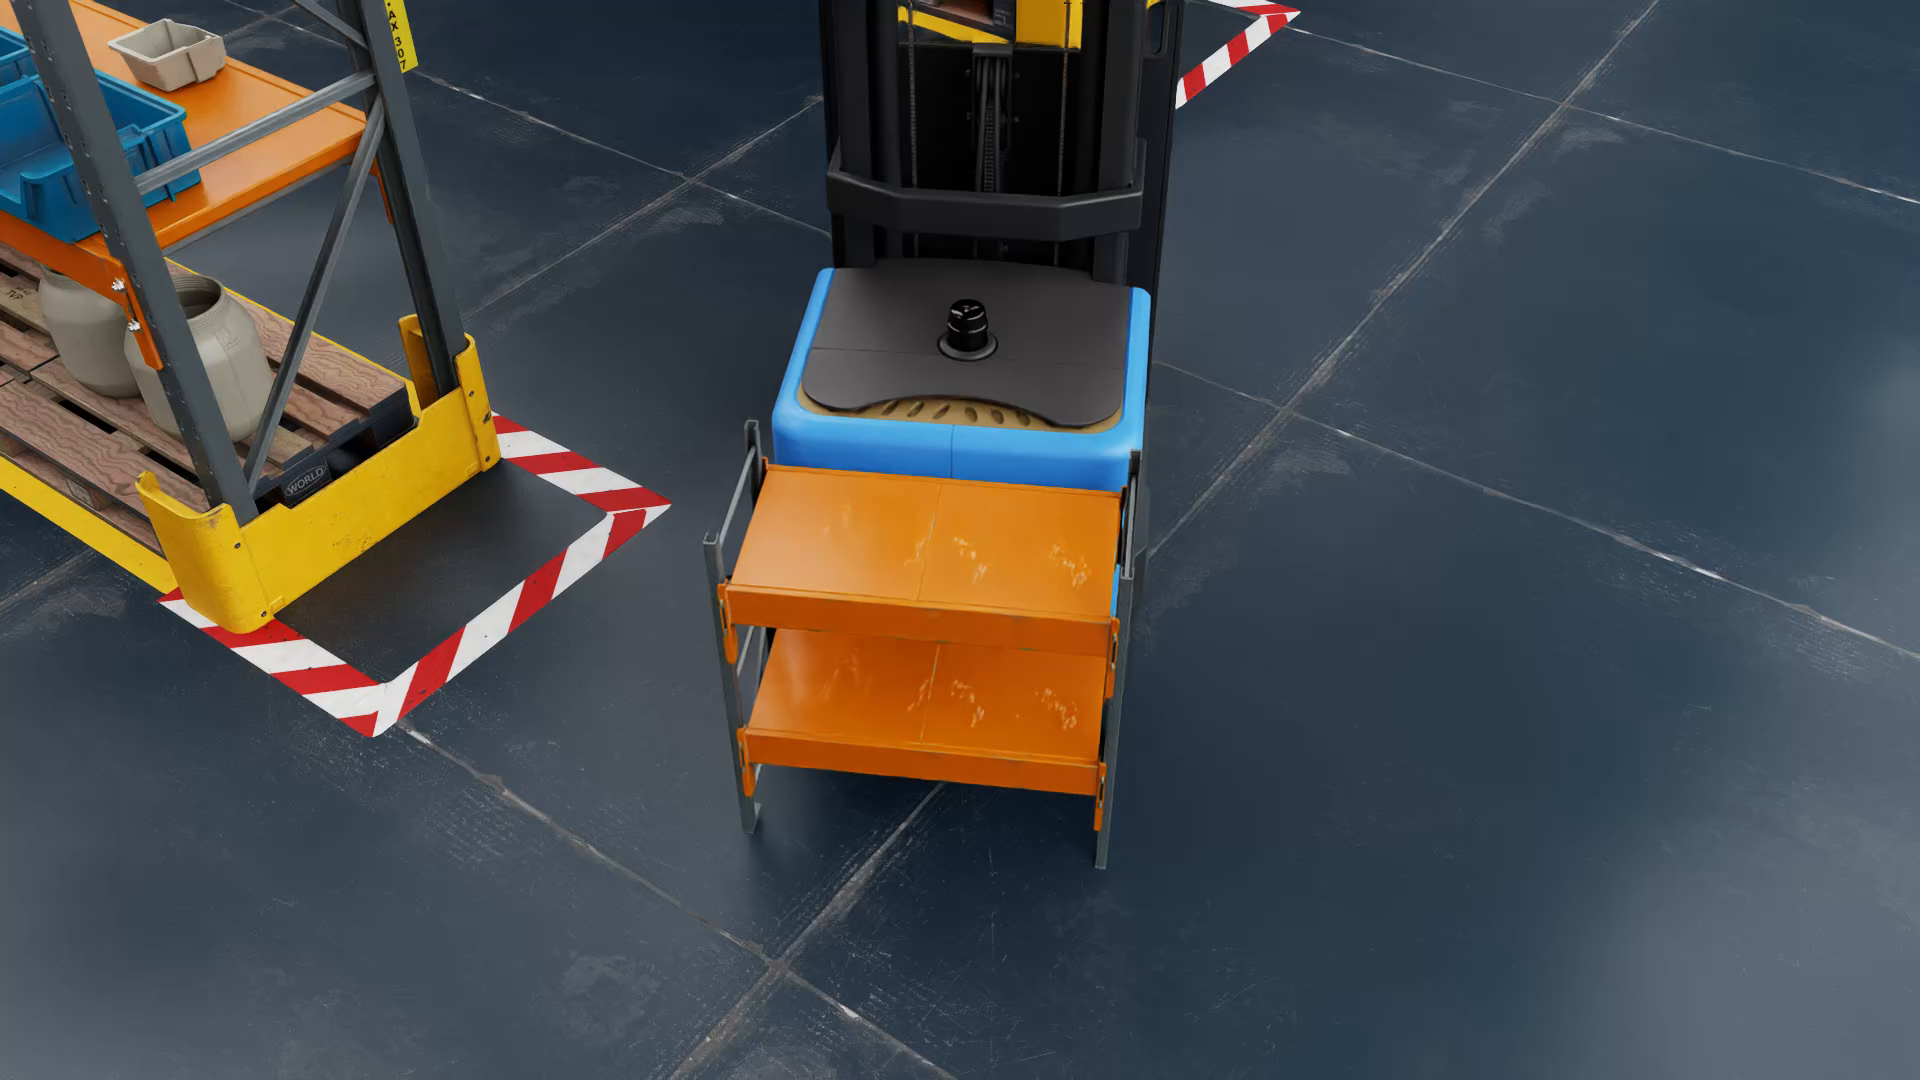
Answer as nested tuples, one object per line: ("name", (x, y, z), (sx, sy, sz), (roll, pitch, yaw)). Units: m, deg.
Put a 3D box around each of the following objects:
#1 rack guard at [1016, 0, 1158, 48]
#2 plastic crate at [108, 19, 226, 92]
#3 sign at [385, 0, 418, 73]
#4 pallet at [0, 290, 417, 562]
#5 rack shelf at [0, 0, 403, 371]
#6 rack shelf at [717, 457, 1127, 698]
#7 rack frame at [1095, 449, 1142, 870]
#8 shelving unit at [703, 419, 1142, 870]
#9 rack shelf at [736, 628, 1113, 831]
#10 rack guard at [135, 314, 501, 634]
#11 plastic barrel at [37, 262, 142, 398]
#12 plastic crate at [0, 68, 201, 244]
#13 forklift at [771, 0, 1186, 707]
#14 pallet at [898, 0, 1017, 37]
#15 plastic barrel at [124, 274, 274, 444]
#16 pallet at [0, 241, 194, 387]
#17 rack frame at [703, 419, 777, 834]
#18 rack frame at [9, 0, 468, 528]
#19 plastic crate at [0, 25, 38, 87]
("rack guard", (0.739, -2.977, 8.702), (0.348, 0.500, 1.175), (25, 48, 25))
("plastic crate", (-2.590, -1.596, 5.482), (0.250, 0.136, 0.298), (25, 48, 25))
("sign", (-1.723, -1.577, 5.056), (0.005, 0.325, 0.100), (25, 48, 25))
("pallet", (-2.794, -0.454, 6.099), (1.213, 0.211, 1.003), (25, 48, 25))
("rack shelf", (-3.680, -1.673, 5.910), (4.000, 0.370, 1.077), (25, 48, 25))
("rack shelf", (-0.077, 0.088, 4.369), (1.000, 0.278, 0.538), (5, 42, 5))
("rack frame", (0.428, 0.348, 4.518), (0.032, 1.125, 0.500), (5, 42, 5))
("shelving unit", (-0.077, 0.306, 4.564), (1.048, 1.125, 0.538), (5, 42, 5))
("rack shelf", (-0.077, 0.488, 4.727), (1.000, 0.278, 0.538), (5, 42, 5))
("rack guard", (-2.132, -0.248, 5.652), (0.348, 0.500, 1.175), (25, 48, 25))
("plastic barrel", (-3.035, -0.807, 5.953), (0.421, 0.512, 0.421), (0, 42, 0))
("plastic crate", (-2.624, -1.148, 4.896), (0.616, 0.251, 0.499), (25, 48, 25))
("forklift", (0.150, -1.562, 5.297), (1.130, 2.935, 3.031), (4, 42, 5))
("pallet", (0.095, -3.200, 9.168), (1.213, 0.211, 1.003), (25, 48, 25))
("plastic barrel", (-2.625, -0.615, 5.739), (0.421, 0.512, 0.421), (0, 42, 0))
("pallet", (-3.788, -0.921, 6.621), (1.213, 0.211, 1.003), (25, 48, 25))
("rack frame", (-0.581, 0.264, 4.611), (0.032, 1.125, 0.500), (5, 42, 5))
("rack frame", (-2.042, -1.176, 4.814), (0.127, 3.000, 1.000), (25, 48, 25))
("plastic crate", (-3.152, -1.400, 5.177), (0.408, 0.251, 0.499), (25, 48, 25))
